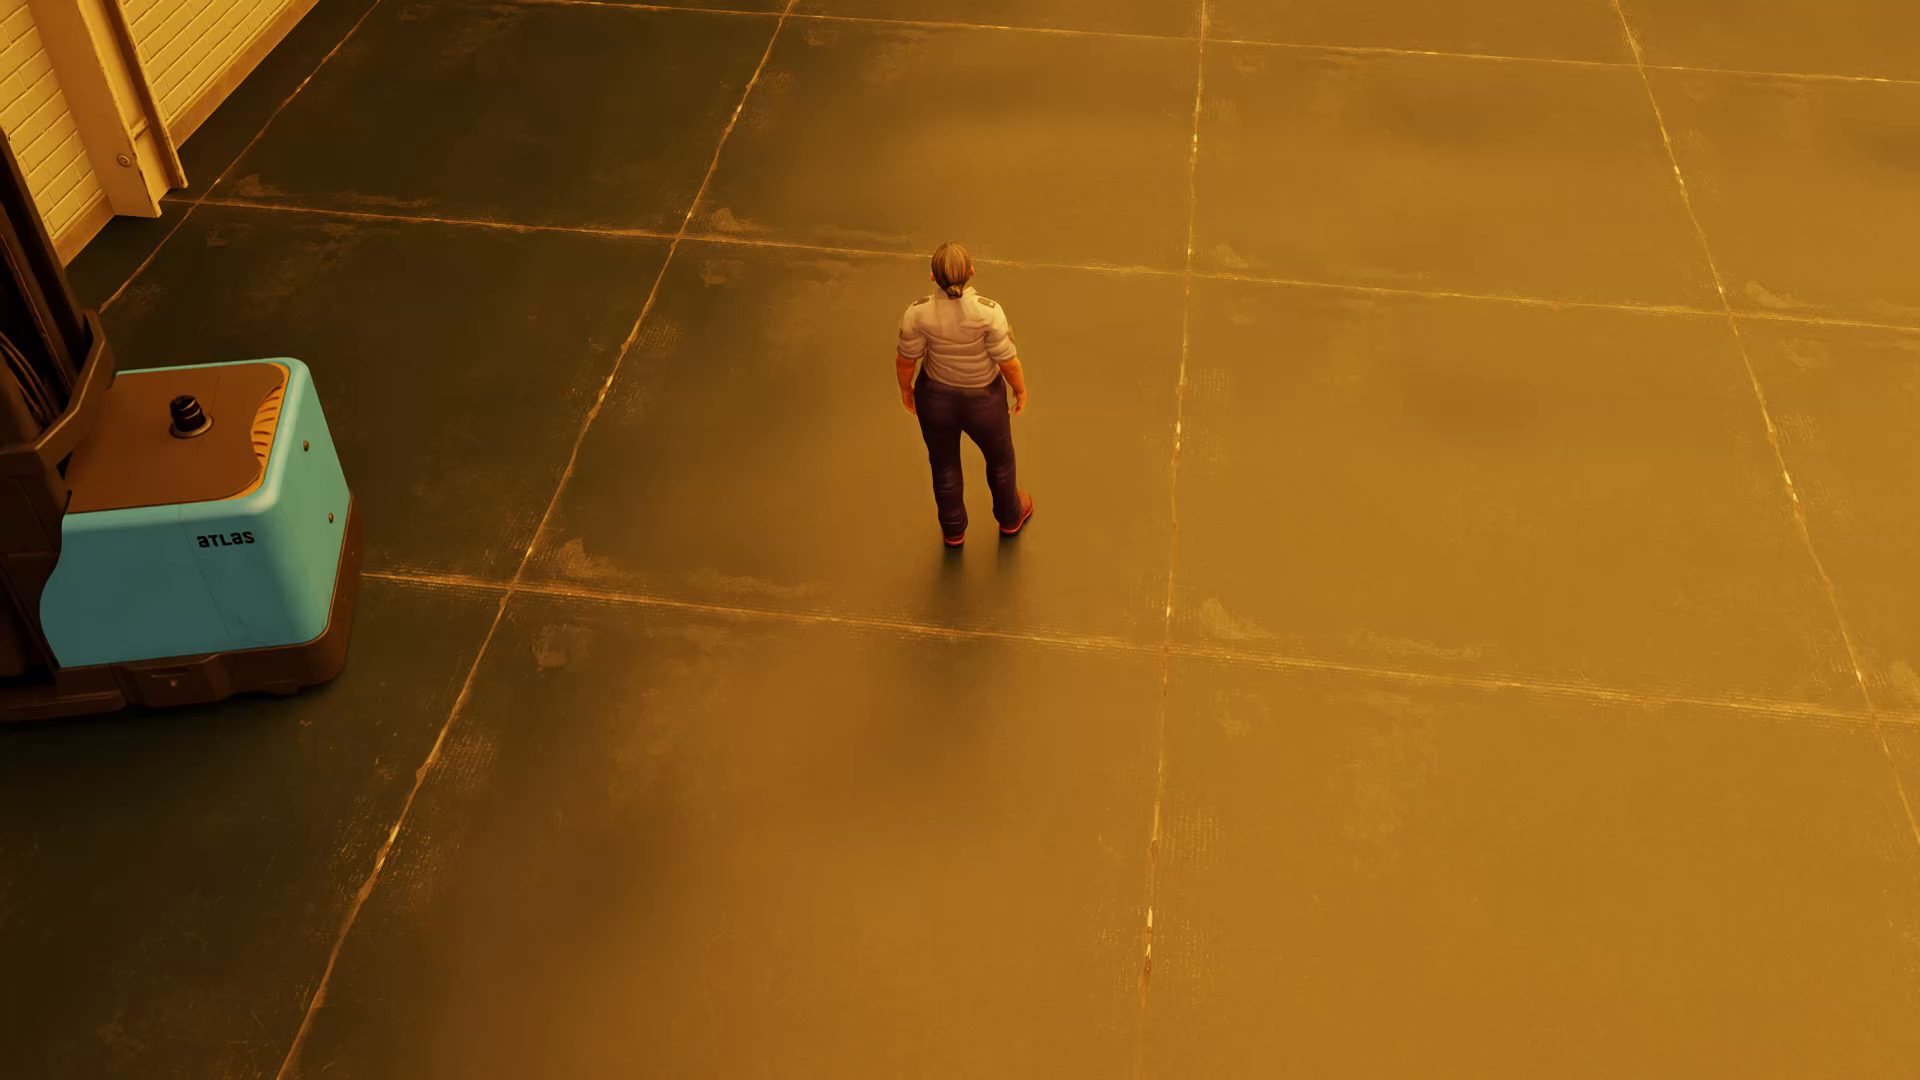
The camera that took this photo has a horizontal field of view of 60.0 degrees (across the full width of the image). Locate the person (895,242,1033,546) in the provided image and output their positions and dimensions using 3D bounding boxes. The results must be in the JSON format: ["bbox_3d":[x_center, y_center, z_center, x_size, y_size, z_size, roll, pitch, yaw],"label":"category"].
[{"bbox_3d":[0.035,-0.671,7.391,0.598,1.651,0.503,5,43,6],"label":"person"}]

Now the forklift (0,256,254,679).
[{"bbox_3d":[-4.229,-0.622,6.402,3.031,2.935,1.121,-6,43,-6],"label":"forklift"}]
